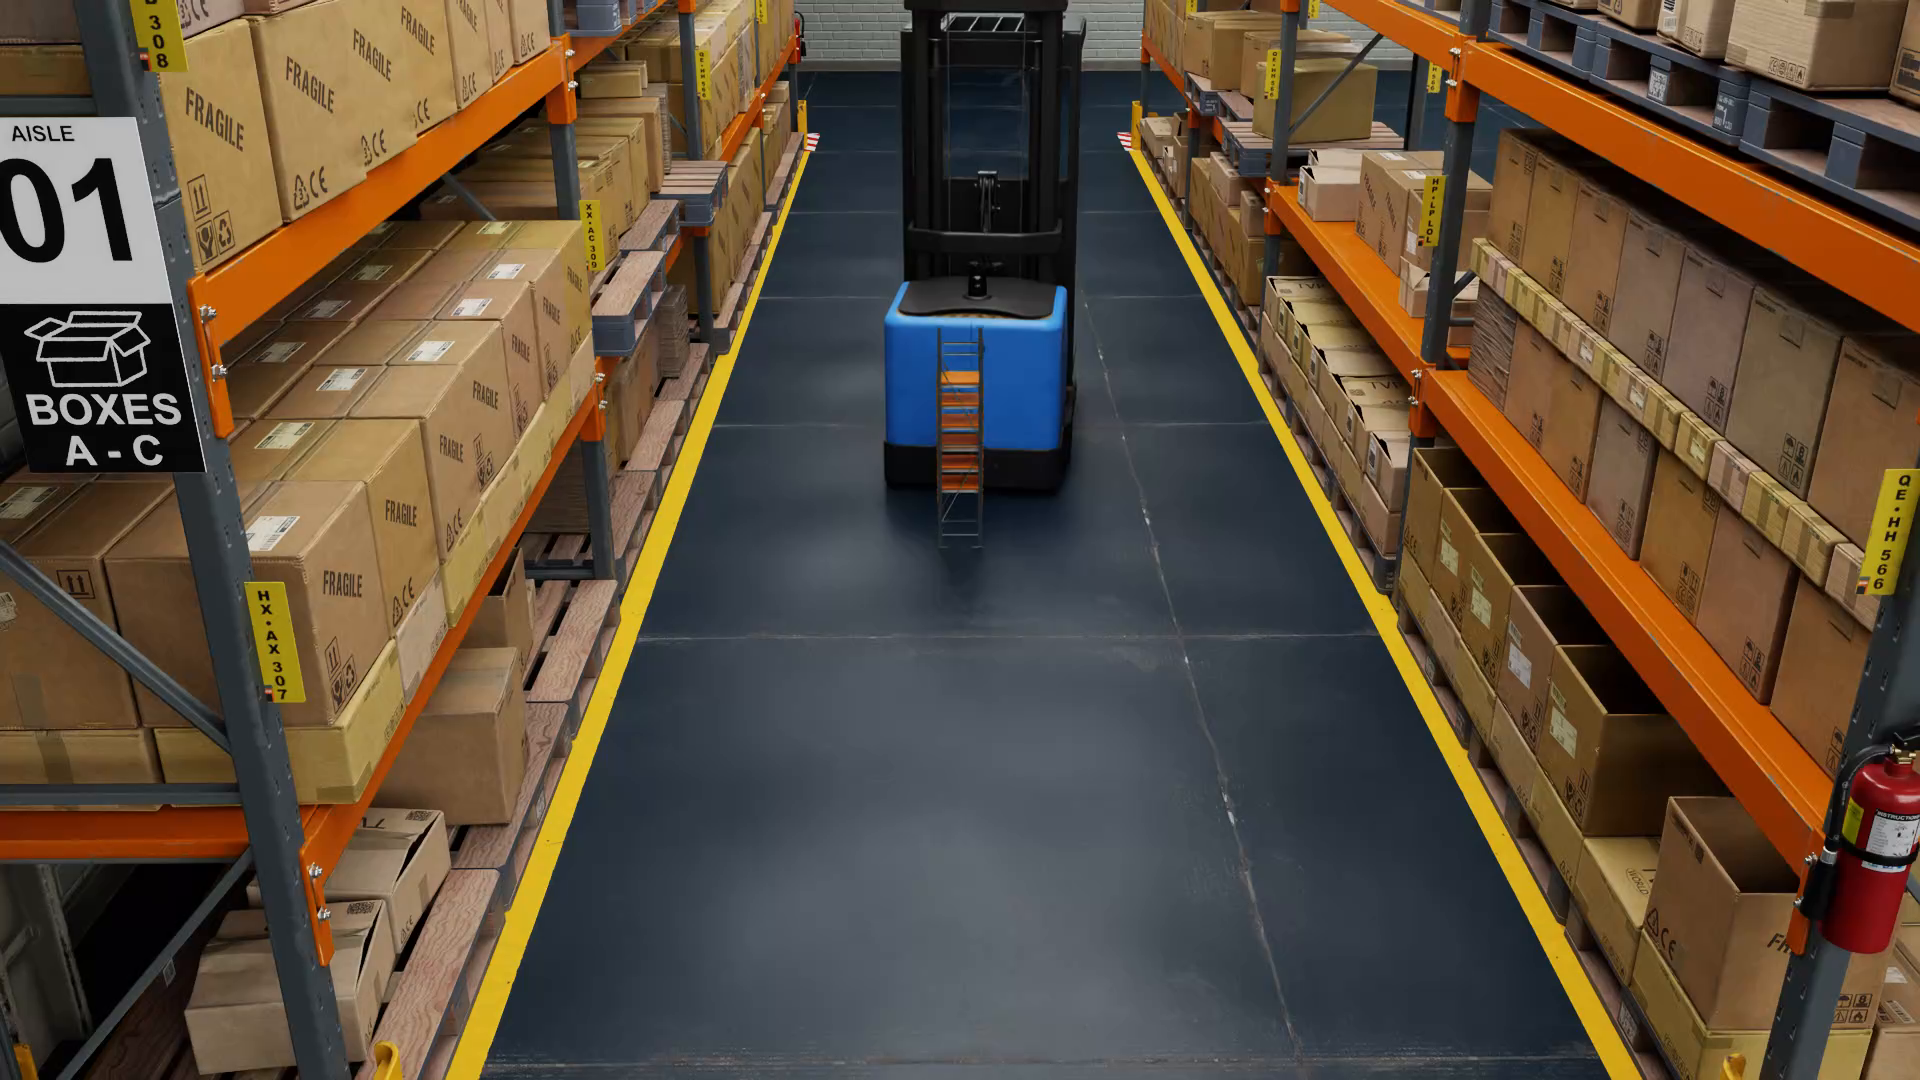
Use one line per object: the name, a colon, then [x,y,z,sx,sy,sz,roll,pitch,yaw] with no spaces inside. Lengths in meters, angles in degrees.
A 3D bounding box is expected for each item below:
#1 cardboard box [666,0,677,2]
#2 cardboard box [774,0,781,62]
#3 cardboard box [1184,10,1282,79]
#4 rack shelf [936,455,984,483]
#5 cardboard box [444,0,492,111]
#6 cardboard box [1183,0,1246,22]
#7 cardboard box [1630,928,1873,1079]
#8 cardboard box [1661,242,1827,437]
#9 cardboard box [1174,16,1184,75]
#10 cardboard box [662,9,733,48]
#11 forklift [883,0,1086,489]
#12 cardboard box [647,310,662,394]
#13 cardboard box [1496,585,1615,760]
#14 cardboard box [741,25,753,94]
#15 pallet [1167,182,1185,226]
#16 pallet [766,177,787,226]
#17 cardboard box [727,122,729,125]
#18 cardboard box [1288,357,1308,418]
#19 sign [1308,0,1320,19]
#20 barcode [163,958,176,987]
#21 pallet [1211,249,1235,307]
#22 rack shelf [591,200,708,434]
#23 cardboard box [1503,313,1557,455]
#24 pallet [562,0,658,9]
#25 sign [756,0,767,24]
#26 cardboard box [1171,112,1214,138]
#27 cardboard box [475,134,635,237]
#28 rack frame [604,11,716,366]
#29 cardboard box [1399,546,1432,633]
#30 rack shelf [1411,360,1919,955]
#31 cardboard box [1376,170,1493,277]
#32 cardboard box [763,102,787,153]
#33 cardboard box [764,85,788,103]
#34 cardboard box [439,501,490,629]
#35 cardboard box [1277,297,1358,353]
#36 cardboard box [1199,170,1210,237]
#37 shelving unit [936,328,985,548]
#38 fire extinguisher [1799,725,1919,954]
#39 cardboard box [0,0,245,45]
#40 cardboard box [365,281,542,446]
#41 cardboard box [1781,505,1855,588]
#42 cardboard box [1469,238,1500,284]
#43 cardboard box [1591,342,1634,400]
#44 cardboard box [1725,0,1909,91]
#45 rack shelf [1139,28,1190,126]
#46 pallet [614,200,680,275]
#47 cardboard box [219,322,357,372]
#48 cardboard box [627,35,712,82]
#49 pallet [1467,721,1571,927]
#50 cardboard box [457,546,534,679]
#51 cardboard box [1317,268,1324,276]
cardboard box: [-2.570,-4.425,13.976,0.500,0.250,0.500,0,24,0]
cardboard box: [-2.337,-5.260,16.876,0.980,0.700,0.700,-1,24,-3]
cardboard box: [2.408,-4.363,14.627,0.700,0.500,0.500,-9,26,-18]
rack shelf: [0.000,-0.391,9.057,0.258,0.103,0.180,0,24,-1]
cardboard box: [-1.950,-1.780,5.760,0.500,0.500,0.500,-1,24,-3]
cardboard box: [2.362,-5.031,15.399,0.500,0.500,0.500,0,24,0]
cardboard box: [2.456,1.464,5.200,0.500,0.250,0.500,0,24,-1]
cardboard box: [2.747,-0.653,5.359,0.700,0.500,0.500,0,24,0]
cardboard box: [2.357,-4.786,16.070,0.500,0.500,0.500,0,24,1]
cardboard box: [-2.058,-4.009,13.057,0.500,0.250,0.500,-1,24,-2]
forklift: [0.213,-2.208,10.575,1.130,2.935,3.031,2,24,5]
cardboard box: [-2.334,-1.203,10.769,0.700,0.500,0.500,0,24,-1]
cardboard box: [2.424,0.504,6.412,0.500,0.500,0.500,0,24,-1]
cardboard box: [-2.055,-4.090,14.146,0.500,0.500,0.500,0,24,0]
pallet: [2.620,-3.335,16.368,1.003,0.211,1.213,0,24,-1]
pallet: [-2.257,-3.342,16.383,1.003,0.211,1.213,0,24,-1]
cardboard box: [-2.079,-3.422,13.457,0.380,0.149,0.250,0,24,1]
cardboard box: [2.400,-0.975,10.592,0.500,0.250,0.500,-1,24,-2]
sign: [3.181,-4.854,14.938,0.100,0.325,0.005,0,24,-1]
barcode: [-2.514,1.375,5.287,0.001,0.075,0.075,0,24,-1]
pallet: [2.689,-2.213,13.887,1.003,0.211,1.213,0,24,-1]
rack shelf: [-2.262,-1.499,9.797,1.077,0.370,4.000,0,24,-1]
cardboard box: [2.737,-0.672,6.974,0.700,0.500,0.500,-1,24,-1]
pallet: [-2.154,-2.966,8.755,1.213,0.211,1.003,0,24,-1]
sign: [-1.785,-4.797,14.907,0.100,0.325,0.005,0,24,-1]
cardboard box: [2.601,-4.160,17.303,0.797,0.503,0.637,0,24,-1]
cardboard box: [-2.249,-1.960,9.288,0.700,0.500,0.500,3,25,7]
rack frame: [-2.283,-2.651,11.471,1.000,3.000,0.127,0,24,-1]
cardboard box: [2.415,0.228,7.934,0.500,0.250,0.500,0,24,-1]
rack shelf: [2.735,0.126,6.205,1.077,0.370,4.000,0,24,-1]
cardboard box: [2.710,-1.812,9.495,0.500,0.500,0.500,0,24,0]
cardboard box: [-2.258,-4.505,18.095,0.700,0.500,0.500,0,24,-1]
cardboard box: [-2.076,-4.850,18.070,0.380,0.149,0.250,0,24,1]
cardboard box: [-1.904,0.079,5.594,0.500,0.250,0.500,-1,24,-1]
cardboard box: [2.396,-1.435,10.929,0.500,0.311,0.500,-1,24,-2]
cardboard box: [2.405,-2.964,14.663,0.500,0.500,0.500,0,24,0]
shelving unit: [0.000,-0.541,8.990,0.258,1.200,0.189,0,24,-1]
fire extinguisher: [2.294,0.708,4.138,0.296,0.674,0.183,0,24,-1]
cardboard box: [-1.958,-1.391,3.686,0.500,0.500,0.500,-2,24,-4]
cardboard box: [-1.920,-0.678,6.357,0.500,0.500,0.500,-1,24,-2]
cardboard box: [2.558,0.017,4.665,0.380,0.149,0.250,0,24,1]
cardboard box: [2.523,-1.256,7.478,0.380,0.149,0.250,0,24,-1]
cardboard box: [2.543,-0.617,6.067,0.380,0.149,0.250,0,24,-1]
cardboard box: [2.481,-1.405,4.579,0.500,0.250,0.500,0,24,-1]
rack shelf: [2.604,-4.819,17.138,1.077,0.370,4.000,0,24,-1]
pallet: [-2.221,-1.748,9.707,1.003,0.211,1.213,0,24,-1]
cardboard box: [-2.425,-0.458,5.870,0.500,0.500,0.500,0,24,0]
cardboard box: [-2.031,-3.383,11.673,0.500,0.250,0.500,0,24,1]
pallet: [2.697,1.076,6.614,1.003,0.211,1.213,0,24,-1]
cardboard box: [-2.189,0.364,7.306,0.500,0.500,0.500,-2,24,-5]
cardboard box: [2.951,-1.925,12.365,0.500,0.500,0.500,1,24,2]
